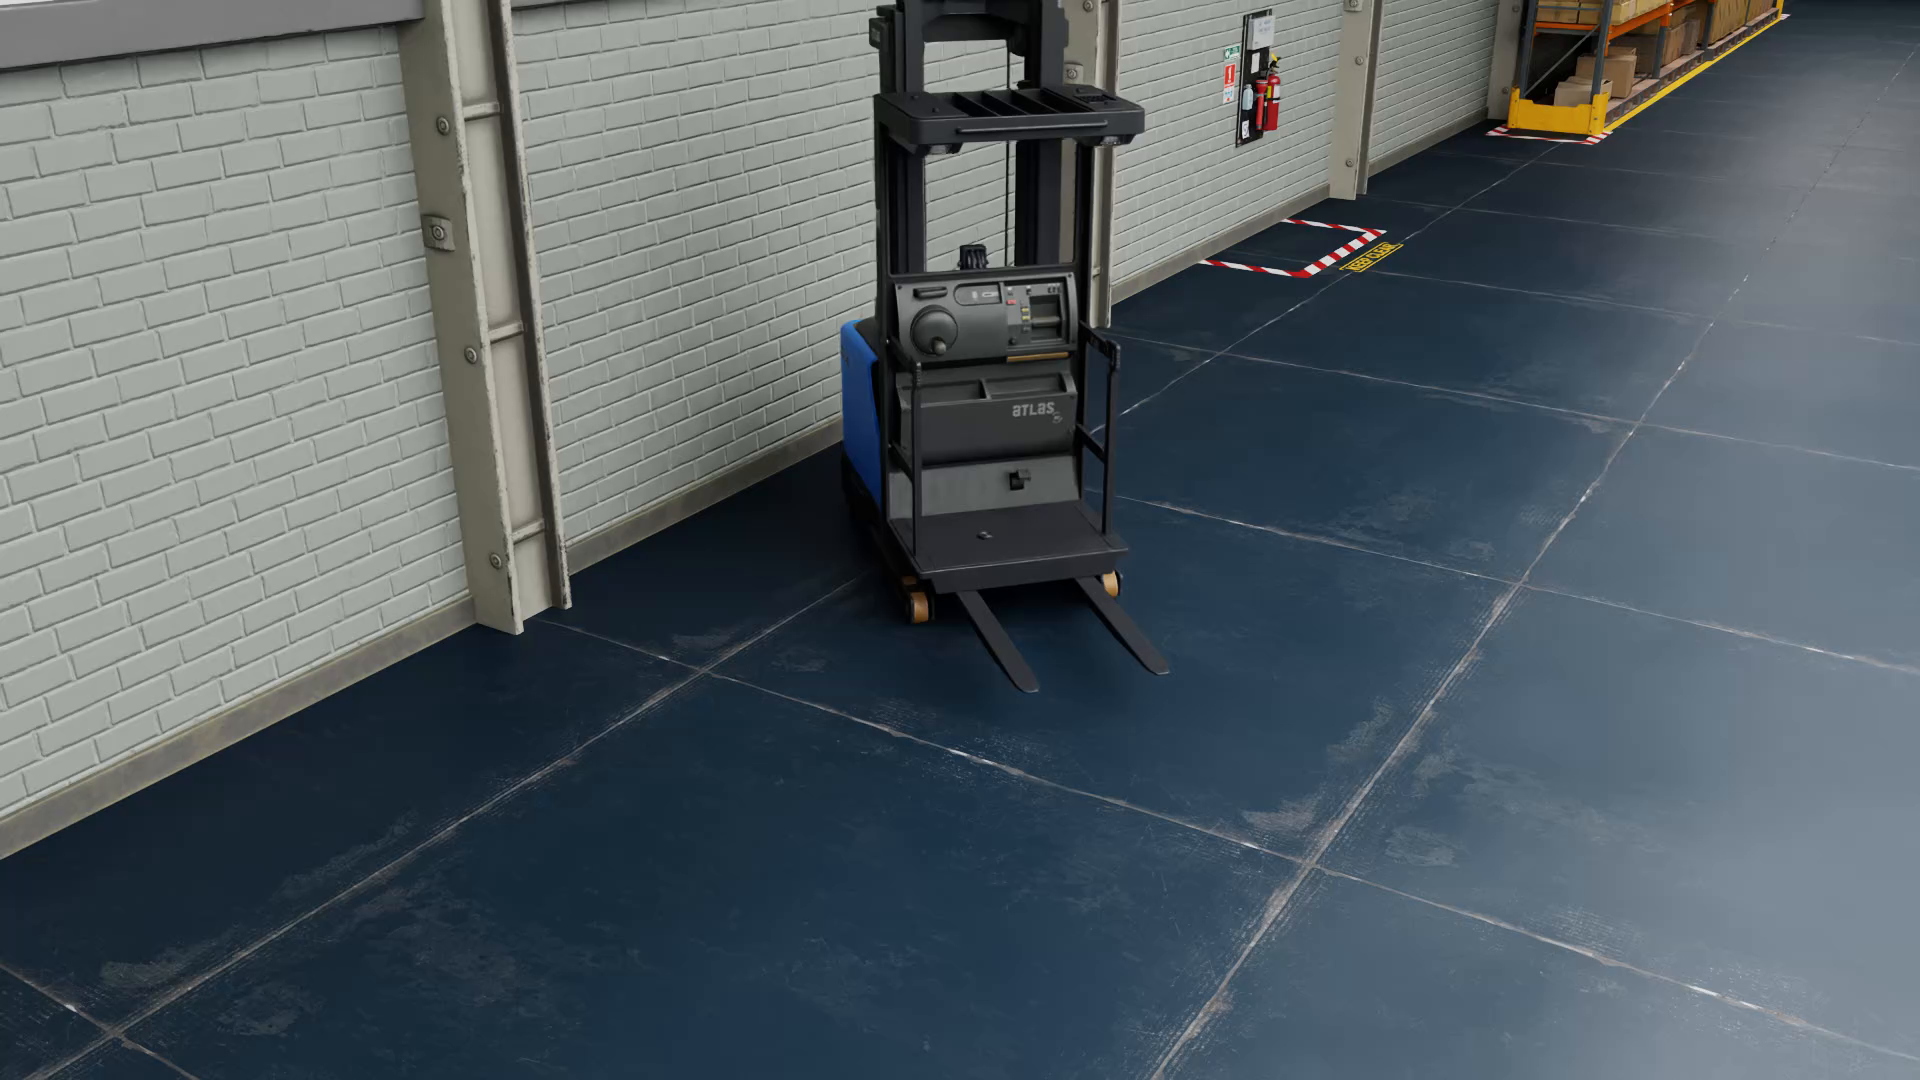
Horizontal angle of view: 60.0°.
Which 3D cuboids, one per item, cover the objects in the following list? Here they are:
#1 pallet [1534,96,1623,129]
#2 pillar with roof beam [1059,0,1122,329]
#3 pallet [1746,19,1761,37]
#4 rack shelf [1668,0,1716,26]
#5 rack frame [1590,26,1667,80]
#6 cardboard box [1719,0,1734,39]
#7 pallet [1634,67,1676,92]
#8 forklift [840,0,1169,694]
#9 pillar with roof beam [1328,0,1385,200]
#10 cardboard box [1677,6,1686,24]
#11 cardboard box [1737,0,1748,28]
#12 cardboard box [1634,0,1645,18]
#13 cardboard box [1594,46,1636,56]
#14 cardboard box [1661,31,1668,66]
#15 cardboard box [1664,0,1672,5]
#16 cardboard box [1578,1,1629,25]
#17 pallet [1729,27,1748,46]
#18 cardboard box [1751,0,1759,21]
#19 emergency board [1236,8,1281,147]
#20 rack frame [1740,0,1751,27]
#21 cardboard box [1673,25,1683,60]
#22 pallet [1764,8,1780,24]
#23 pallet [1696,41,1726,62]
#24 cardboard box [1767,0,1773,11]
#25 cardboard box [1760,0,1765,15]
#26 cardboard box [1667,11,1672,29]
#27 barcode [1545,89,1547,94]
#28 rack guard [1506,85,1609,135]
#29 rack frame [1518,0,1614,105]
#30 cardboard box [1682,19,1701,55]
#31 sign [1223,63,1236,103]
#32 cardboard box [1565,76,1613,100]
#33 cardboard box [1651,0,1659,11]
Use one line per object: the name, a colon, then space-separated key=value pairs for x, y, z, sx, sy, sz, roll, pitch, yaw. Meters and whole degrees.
pallet: x=8.151 y=-5.678 z=22.101 sx=1.003 sy=0.211 sz=1.213 roll=14 pitch=27 yaw=29
pillar with roof beam: x=4.615 y=-4.884 z=9.204 sx=9.100 sy=9.000 sz=0.400 roll=14 pitch=27 yaw=29
pallet: x=14.450 y=-9.676 z=31.336 sx=1.003 sy=0.211 sz=1.213 roll=14 pitch=27 yaw=29
rack shelf: x=10.818 y=-8.360 z=25.692 sx=1.077 sy=0.370 sz=4.000 roll=14 pitch=27 yaw=29
rack frame: x=9.763 y=-8.015 z=23.990 sx=1.000 sy=3.000 sz=0.127 roll=14 pitch=27 yaw=29
cardboard box: x=12.840 y=-9.087 z=28.642 sx=0.750 sy=0.750 sz=0.750 roll=14 pitch=27 yaw=29
pallet: x=10.172 y=-6.999 z=25.152 sx=1.003 sy=0.211 sz=1.213 roll=14 pitch=27 yaw=29
forklift: x=0.195 y=-1.097 z=8.095 sx=1.130 sy=2.935 sz=3.031 roll=-6 pitch=24 yaw=-14
pillar with roof beam: x=7.780 y=-6.909 z=13.882 sx=9.100 sy=9.000 sz=0.400 roll=14 pitch=27 yaw=29
cardboard box: x=11.183 y=-8.331 z=26.368 sx=0.500 sy=0.250 sz=0.500 roll=14 pitch=27 yaw=30
cardboard box: x=13.750 y=-9.675 z=30.001 sx=0.750 sy=0.750 sz=0.750 roll=14 pitch=27 yaw=30
cardboard box: x=8.716 y=-7.053 z=21.930 sx=0.500 sy=0.250 sz=0.500 roll=13 pitch=27 yaw=28
cardboard box: x=9.249 y=-6.712 z=23.570 sx=0.500 sy=0.500 sz=0.500 roll=12 pitch=26 yaw=25
cardboard box: x=10.367 y=-7.507 z=25.408 sx=0.700 sy=0.500 sz=0.500 roll=13 pitch=27 yaw=28
cardboard box: x=9.770 y=-7.732 z=23.500 sx=0.500 sy=0.250 sz=0.500 roll=14 pitch=27 yaw=29
cardboard box: x=8.180 y=-6.704 z=21.124 sx=0.500 sy=0.250 sz=0.500 roll=13 pitch=27 yaw=27
pallet: x=13.640 y=-9.160 z=30.143 sx=1.003 sy=0.211 sz=1.213 roll=14 pitch=27 yaw=29
cardboard box: x=14.732 y=-10.161 z=31.564 sx=0.700 sy=0.500 sz=0.500 roll=14 pitch=27 yaw=28
emergency board: x=2.786 y=-4.232 z=15.250 sx=0.194 sy=1.169 sz=0.643 roll=14 pitch=27 yaw=29
rack frame: x=13.983 y=-10.716 z=30.227 sx=1.000 sy=3.000 sz=0.127 roll=14 pitch=27 yaw=29
cardboard box: x=10.929 y=-7.843 z=26.185 sx=0.700 sy=0.500 sz=0.500 roll=14 pitch=27 yaw=29
pallet: x=15.737 y=-10.500 z=33.238 sx=1.003 sy=0.211 sz=1.213 roll=14 pitch=27 yaw=29
pallet: x=12.353 y=-8.336 z=28.241 sx=1.003 sy=0.211 sz=1.213 roll=14 pitch=27 yaw=29
cardboard box: x=15.808 y=-10.854 z=33.165 sx=0.700 sy=0.500 sz=0.500 roll=14 pitch=27 yaw=29
cardboard box: x=15.280 y=-10.515 z=32.382 sx=0.700 sy=0.500 sz=0.500 roll=13 pitch=27 yaw=27
cardboard box: x=10.638 y=-7.992 z=25.584 sx=0.500 sy=0.250 sz=0.500 roll=13 pitch=27 yaw=27
barcode: x=7.764 y=-5.942 z=22.020 sx=0.001 sy=0.075 sz=0.075 roll=14 pitch=27 yaw=29
rack guard: x=7.693 y=-5.544 z=21.427 sx=1.175 sy=0.500 sz=0.348 roll=14 pitch=27 yaw=29
rack frame: x=7.653 y=-6.665 z=20.871 sx=1.000 sy=3.000 sz=0.127 roll=14 pitch=27 yaw=29
cardboard box: x=11.537 y=-8.166 z=26.931 sx=0.700 sy=0.500 sz=0.500 roll=14 pitch=27 yaw=30
sign: x=2.407 y=-4.083 z=14.861 sx=0.001 sy=0.329 sz=0.234 roll=14 pitch=27 yaw=29
cardboard box: x=8.395 y=-6.041 z=22.258 sx=0.500 sy=0.311 sz=0.500 roll=16 pitch=28 yaw=33
cardboard box: x=9.248 y=-7.393 z=22.716 sx=0.500 sy=0.250 sz=0.500 roll=14 pitch=27 yaw=29
